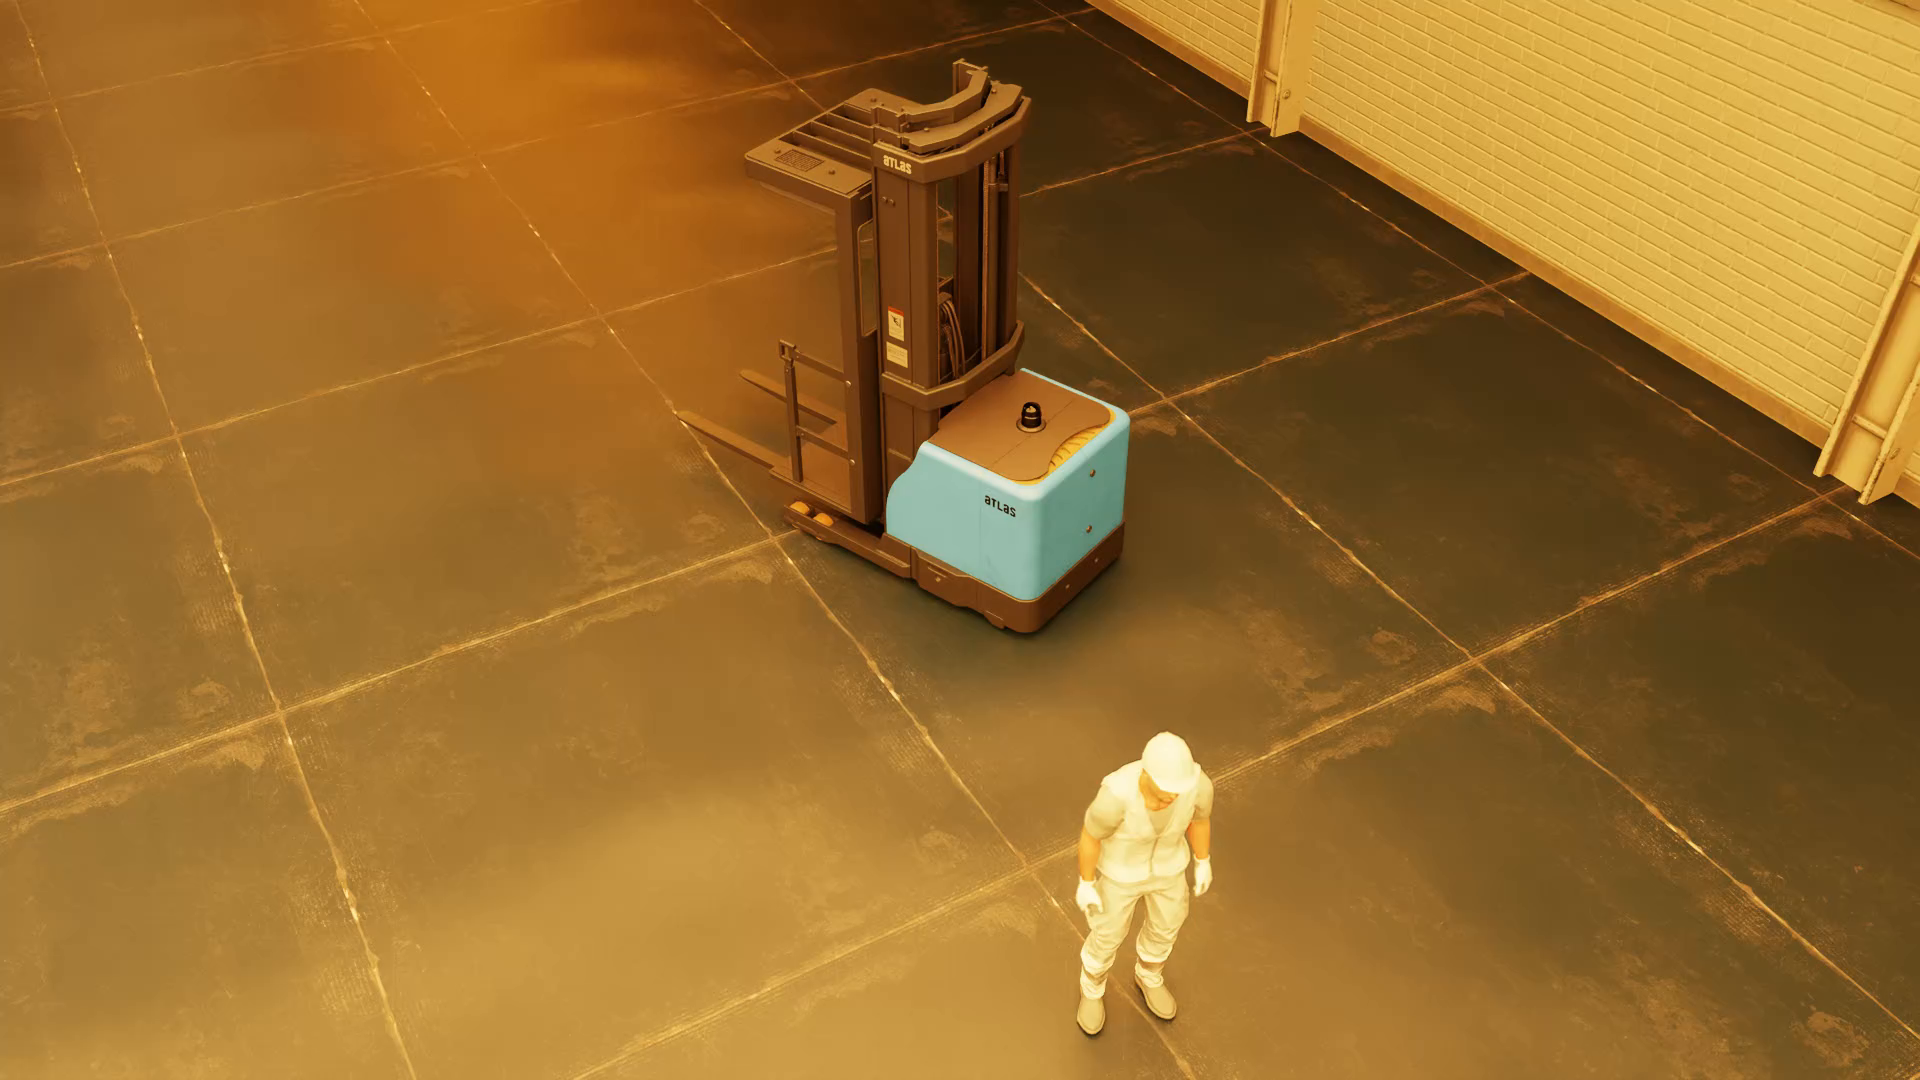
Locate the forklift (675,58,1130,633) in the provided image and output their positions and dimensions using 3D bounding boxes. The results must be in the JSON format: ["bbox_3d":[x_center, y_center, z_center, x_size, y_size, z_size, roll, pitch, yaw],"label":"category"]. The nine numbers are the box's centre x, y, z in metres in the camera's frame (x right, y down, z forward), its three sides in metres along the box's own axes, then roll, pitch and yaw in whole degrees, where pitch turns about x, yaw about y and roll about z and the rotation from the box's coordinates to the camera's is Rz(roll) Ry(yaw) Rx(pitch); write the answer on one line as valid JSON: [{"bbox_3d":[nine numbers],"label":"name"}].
[{"bbox_3d":[-0.481,-1.366,9.683,3.031,2.935,1.130,26,46,28],"label":"forklift"}]

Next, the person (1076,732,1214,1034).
[{"bbox_3d":[0.798,1.451,7.191,0.621,1.779,0.454,-8,40,-10],"label":"person"}]
